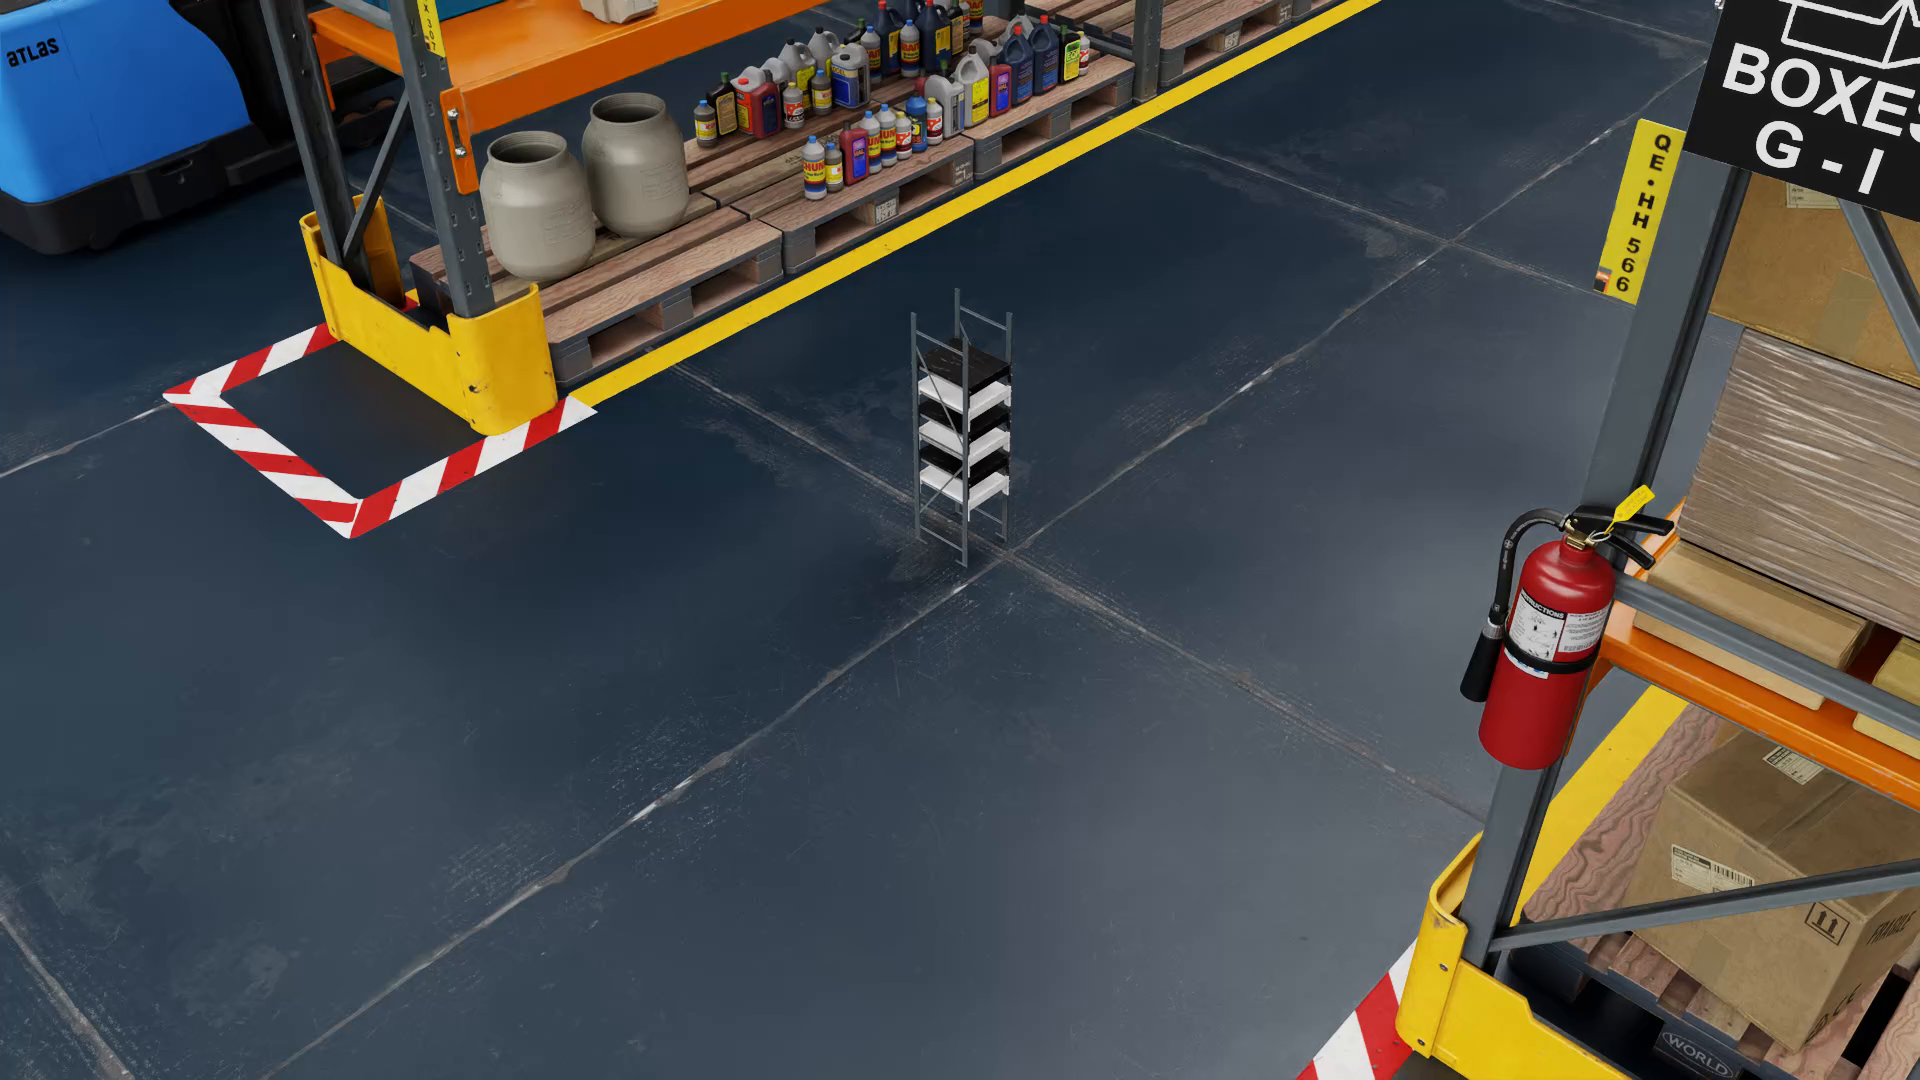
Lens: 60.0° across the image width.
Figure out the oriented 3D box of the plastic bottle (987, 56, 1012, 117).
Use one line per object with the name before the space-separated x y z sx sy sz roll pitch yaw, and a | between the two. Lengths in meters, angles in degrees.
plastic bottle | 0.181 -2.167 7.894 0.133 0.283 0.061 -31 48 -33

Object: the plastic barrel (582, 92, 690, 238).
plastic barrel | -1.361 -1.573 6.979 0.421 0.512 0.421 0 38 0

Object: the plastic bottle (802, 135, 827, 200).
plastic bottle | -0.634 -1.624 7.221 0.097 0.271 0.097 0 38 0

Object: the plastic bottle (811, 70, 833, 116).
plastic bottle | -0.660 -2.137 7.923 0.097 0.201 0.097 0 38 0

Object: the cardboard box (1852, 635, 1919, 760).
cardboard box | 1.937 0.330 3.127 0.380 0.149 0.250 30 47 32

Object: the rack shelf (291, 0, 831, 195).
rack shelf | -0.738 -2.455 7.005 1.077 0.370 4.000 30 47 32

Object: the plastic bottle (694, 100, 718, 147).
plastic bottle | -1.172 -1.922 7.652 0.097 0.201 0.097 0 38 0

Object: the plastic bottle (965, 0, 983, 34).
plastic bottle | 0.073 -2.797 8.696 0.097 0.271 0.097 0 38 0

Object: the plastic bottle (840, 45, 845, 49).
plastic bottle | -0.575 -2.328 8.163 0.097 0.201 0.097 0 38 0

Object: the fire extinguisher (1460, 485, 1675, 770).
fire extinguisher | 1.152 0.152 3.211 0.296 0.674 0.183 30 47 32

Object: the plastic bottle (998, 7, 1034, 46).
plastic bottle | 0.283 -2.434 8.176 0.144 0.351 0.185 30 47 32

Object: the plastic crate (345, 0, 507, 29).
plastic crate | -1.970 -2.115 6.119 0.499 0.251 0.616 30 47 32

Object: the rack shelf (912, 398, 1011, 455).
rack shelf | 0.005 -0.400 5.439 0.258 0.077 0.200 30 47 32

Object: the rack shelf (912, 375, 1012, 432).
rack shelf | 0.005 -0.471 5.383 0.258 0.077 0.200 30 47 32

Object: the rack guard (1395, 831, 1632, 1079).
rack guard | 1.620 1.206 3.832 1.175 0.500 0.348 30 47 32

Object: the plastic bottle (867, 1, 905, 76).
plastic bottle | -0.367 -2.507 8.268 0.144 0.351 0.185 28 46 30

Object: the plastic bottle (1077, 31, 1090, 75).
plastic bottle | 0.597 -2.434 8.296 0.097 0.201 0.097 0 38 0

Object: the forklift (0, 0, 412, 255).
forklift | -3.398 -3.242 7.472 1.130 2.935 3.031 26 45 28

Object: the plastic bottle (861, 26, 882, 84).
plastic bottle | -0.438 -2.393 8.188 0.097 0.271 0.097 0 38 0

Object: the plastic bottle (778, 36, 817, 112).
plastic bottle | -0.779 -2.226 7.915 0.144 0.351 0.185 32 48 33

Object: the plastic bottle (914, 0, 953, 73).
plastic bottle | -0.133 -2.533 8.301 0.144 0.351 0.185 30 47 32

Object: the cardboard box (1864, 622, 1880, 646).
cardboard box | 1.778 0.028 3.506 0.380 0.149 0.250 30 47 32

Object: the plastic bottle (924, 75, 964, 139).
plastic bottle | -0.070 -2.035 7.734 0.152 0.276 0.135 31 48 33

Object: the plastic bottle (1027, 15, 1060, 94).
plastic bottle | 0.390 -2.374 8.100 0.144 0.351 0.185 28 46 31

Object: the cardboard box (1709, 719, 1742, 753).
cardboard box | 2.381 0.507 4.373 0.500 0.500 0.500 -22 43 -25

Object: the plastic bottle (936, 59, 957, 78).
plastic bottle | -0.050 -2.142 7.862 0.061 0.283 0.133 30 47 32

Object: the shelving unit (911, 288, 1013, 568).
shelving unit | 0.005 -0.356 5.475 0.258 0.900 0.210 30 47 32

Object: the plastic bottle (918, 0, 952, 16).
plastic bottle | -0.125 -2.639 8.493 0.152 0.276 0.135 31 48 33

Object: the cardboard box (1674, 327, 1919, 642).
cardboard box | 1.960 -0.134 3.190 0.875 0.500 0.500 30 47 32

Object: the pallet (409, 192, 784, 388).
pallet | -1.518 -1.152 7.029 1.003 0.211 1.213 30 47 32

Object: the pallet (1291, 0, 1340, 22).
pallet | 1.936 -3.504 9.987 1.003 0.211 1.213 30 47 32

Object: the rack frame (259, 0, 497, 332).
rack frame | -2.087 -1.817 5.625 1.000 3.000 0.127 30 47 32

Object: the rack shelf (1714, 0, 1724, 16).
rack shelf | 2.918 -1.549 3.456 1.077 0.370 4.000 30 47 32

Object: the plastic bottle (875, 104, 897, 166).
plastic bottle | -0.335 -1.827 7.476 0.097 0.271 0.097 0 38 0

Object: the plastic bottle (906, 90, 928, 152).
plastic bottle | -0.198 -1.920 7.594 0.097 0.271 0.097 0 38 0

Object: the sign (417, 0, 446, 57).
sign | -1.684 -1.693 5.246 0.100 0.325 0.005 30 47 32

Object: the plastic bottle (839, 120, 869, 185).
plastic bottle | -0.468 -1.725 7.338 0.061 0.283 0.133 30 48 33

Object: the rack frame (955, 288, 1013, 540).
rack frame | 0.074 -0.403 5.533 0.240 0.900 0.006 30 47 32

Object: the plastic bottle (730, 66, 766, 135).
plastic bottle | -0.981 -2.056 7.760 0.152 0.276 0.135 30 47 32

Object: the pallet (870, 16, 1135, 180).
pallet | 0.128 -2.273 8.438 1.003 0.211 1.213 30 47 32

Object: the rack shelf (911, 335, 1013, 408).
rack shelf | 0.005 -0.541 5.327 0.258 0.077 0.200 30 47 32
